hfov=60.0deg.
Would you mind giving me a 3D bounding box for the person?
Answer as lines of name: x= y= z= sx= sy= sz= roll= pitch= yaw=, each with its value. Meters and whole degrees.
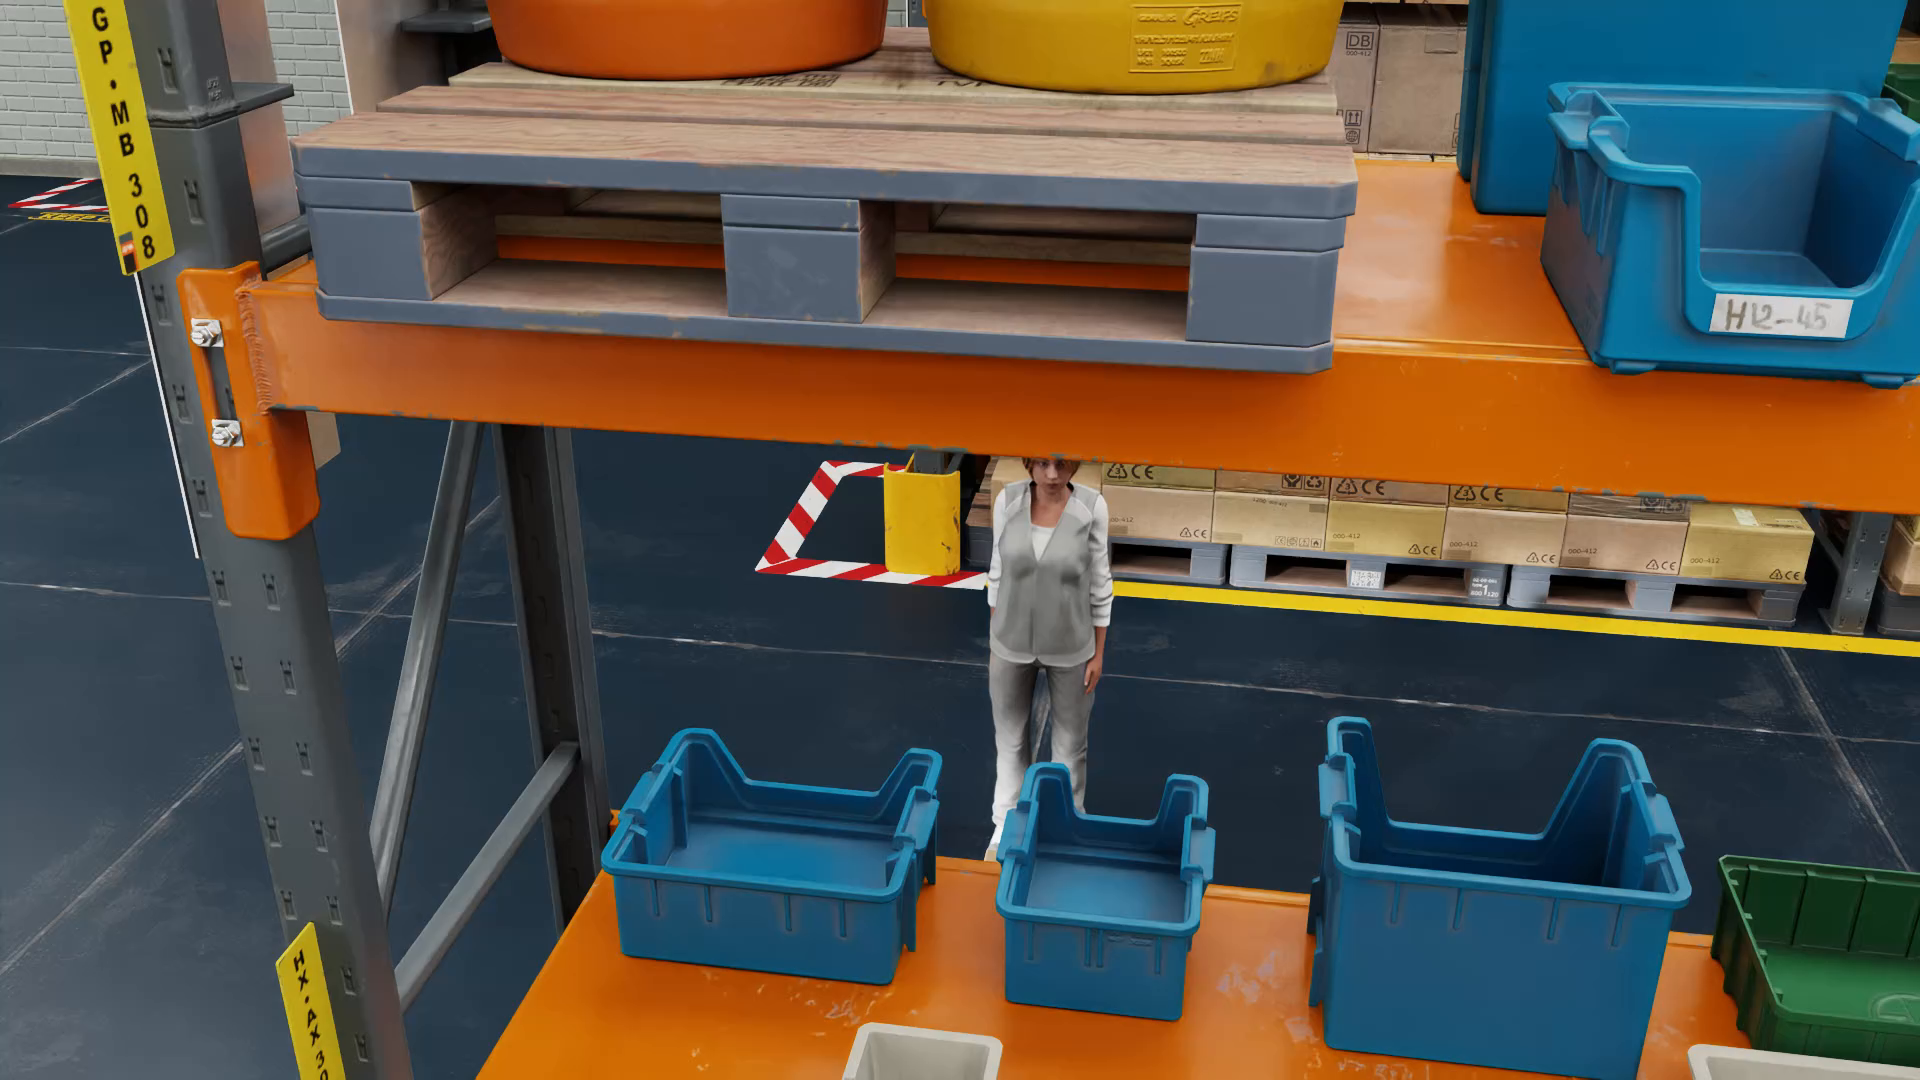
person: x=0.284 y=0.359 z=5.369 sx=0.404 sy=1.591 sz=0.305 roll=5 pitch=26 yaw=10
